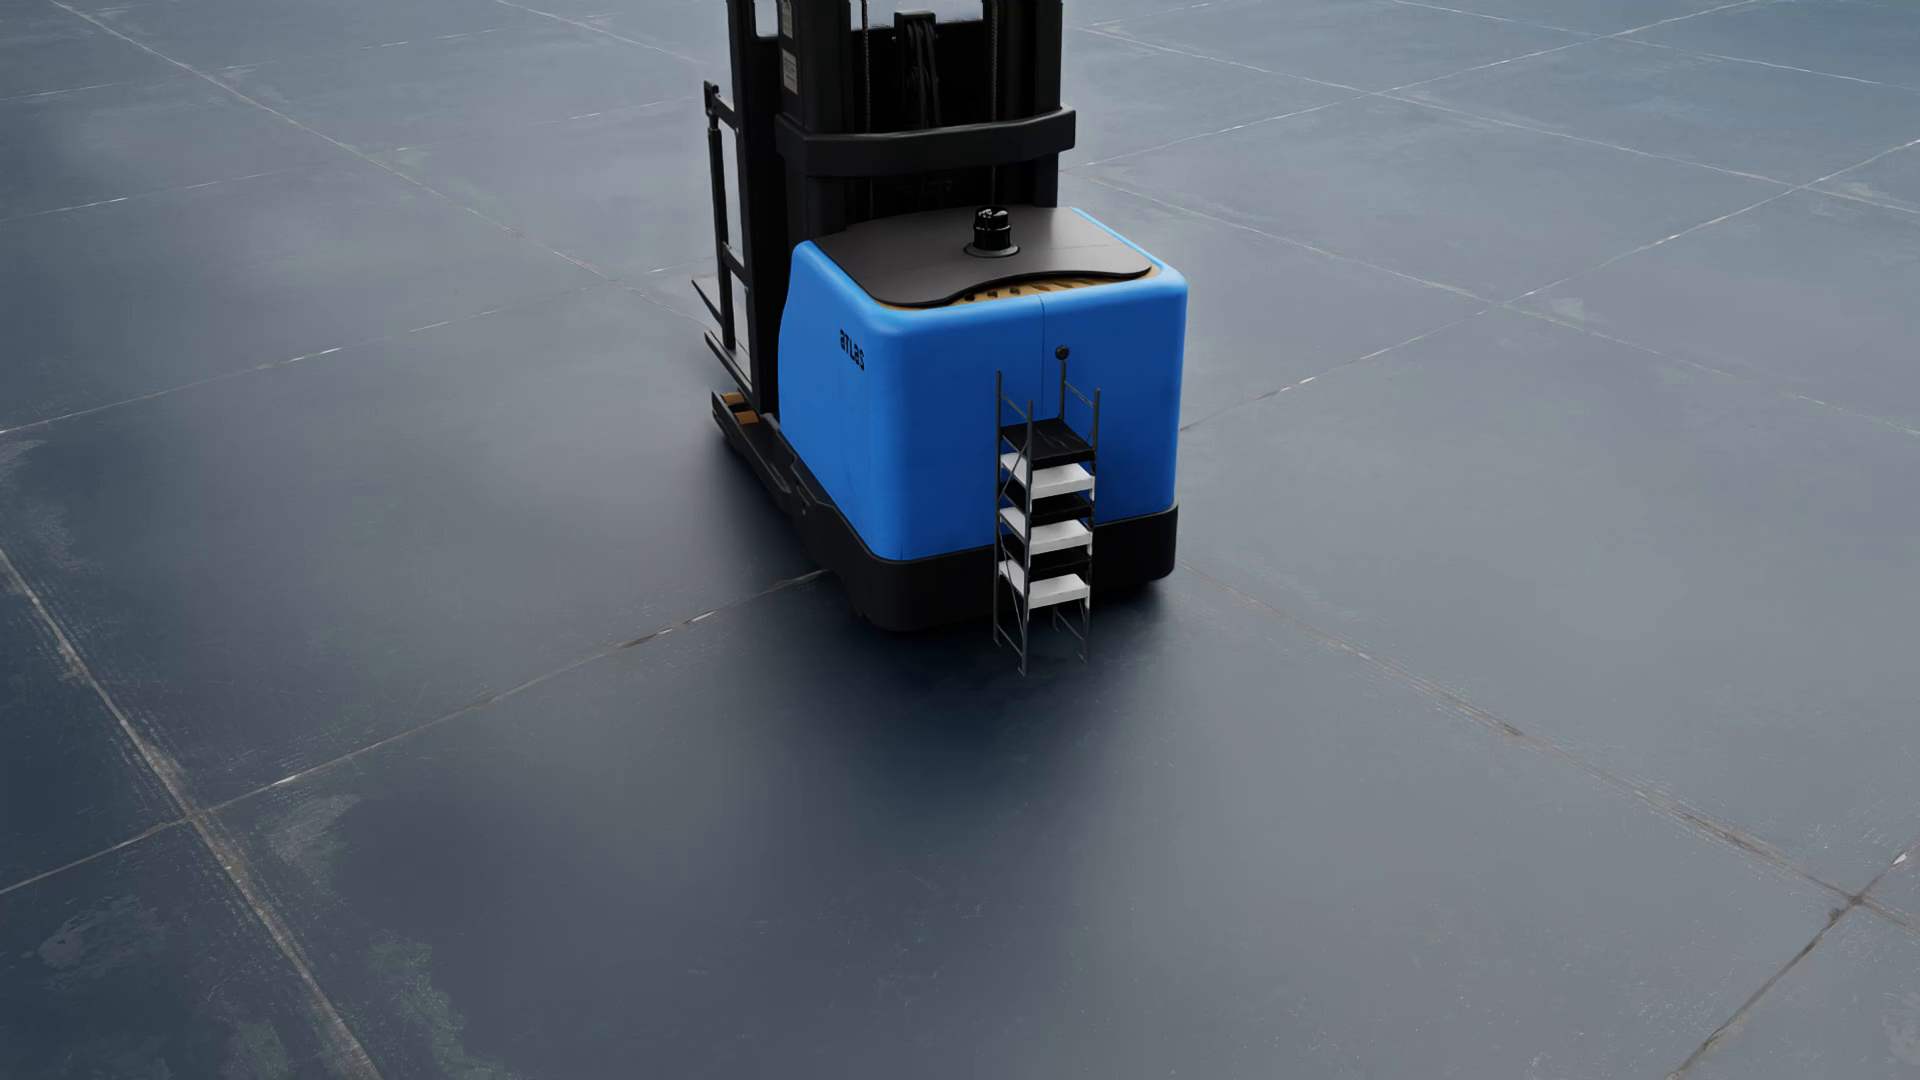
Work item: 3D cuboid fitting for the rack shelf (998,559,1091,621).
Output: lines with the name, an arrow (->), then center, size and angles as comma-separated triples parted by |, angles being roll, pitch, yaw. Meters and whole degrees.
rack shelf -> 0.246, 0.133, 4.997 | 0.200, 0.077, 0.258 | -11, 30, -19

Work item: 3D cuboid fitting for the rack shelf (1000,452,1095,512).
rack shelf -> 0.246, -0.184, 4.827 | 0.200, 0.077, 0.258 | -11, 30, -19

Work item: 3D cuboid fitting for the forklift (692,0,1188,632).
forklift -> -0.324, -1.687, 5.797 | 1.130, 2.935, 3.031 | -11, 30, -19

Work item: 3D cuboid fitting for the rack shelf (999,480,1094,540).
rack shelf -> 0.246, -0.104, 4.869 | 0.200, 0.077, 0.258 | -11, 30, -19

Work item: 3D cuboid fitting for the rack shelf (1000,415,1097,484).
rack shelf -> 0.246, -0.263, 4.784 | 0.200, 0.077, 0.258 | -11, 30, -19

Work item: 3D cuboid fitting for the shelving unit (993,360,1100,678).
shelving unit -> 0.246, -0.054, 4.896 | 0.210, 0.900, 0.258 | -11, 30, -19

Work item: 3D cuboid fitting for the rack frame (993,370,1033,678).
rack frame -> 0.152, -0.036, 4.862 | 0.006, 0.900, 0.240 | -11, 30, -19

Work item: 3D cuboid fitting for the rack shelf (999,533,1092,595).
rack shelf -> 0.246, 0.054, 4.955 | 0.200, 0.077, 0.258 | -11, 30, -19

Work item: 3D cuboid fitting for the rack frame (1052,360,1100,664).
rack frame -> 0.340, -0.073, 4.930 | 0.006, 0.900, 0.240 | -11, 30, -19

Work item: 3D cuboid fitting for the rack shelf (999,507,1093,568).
rack shelf -> 0.246, -0.025, 4.912 | 0.200, 0.077, 0.258 | -11, 30, -19
